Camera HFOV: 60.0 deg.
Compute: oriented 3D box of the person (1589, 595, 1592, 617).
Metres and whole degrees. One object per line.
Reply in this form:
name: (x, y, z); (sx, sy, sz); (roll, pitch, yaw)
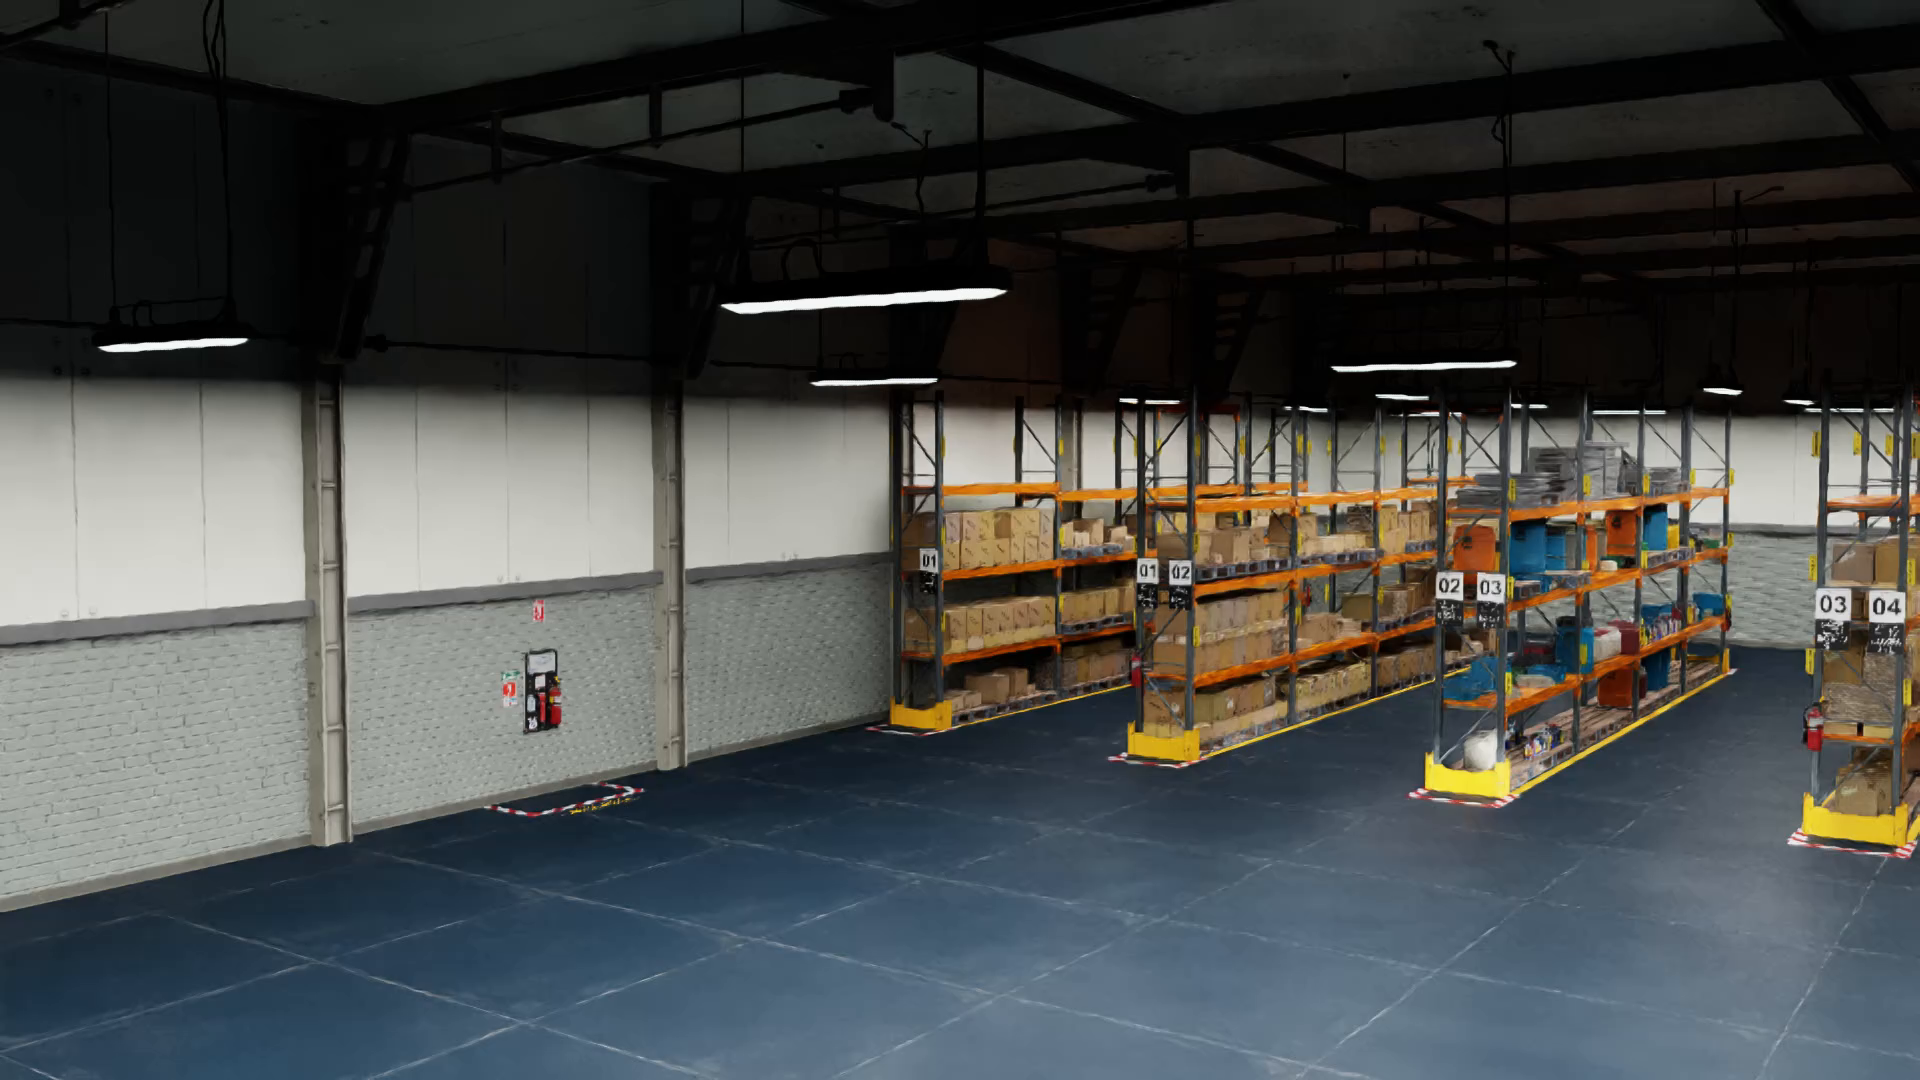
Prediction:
person: (14.418, 2.043, 38.482); (0.455, 1.583, 0.526); (3, 4, 44)
